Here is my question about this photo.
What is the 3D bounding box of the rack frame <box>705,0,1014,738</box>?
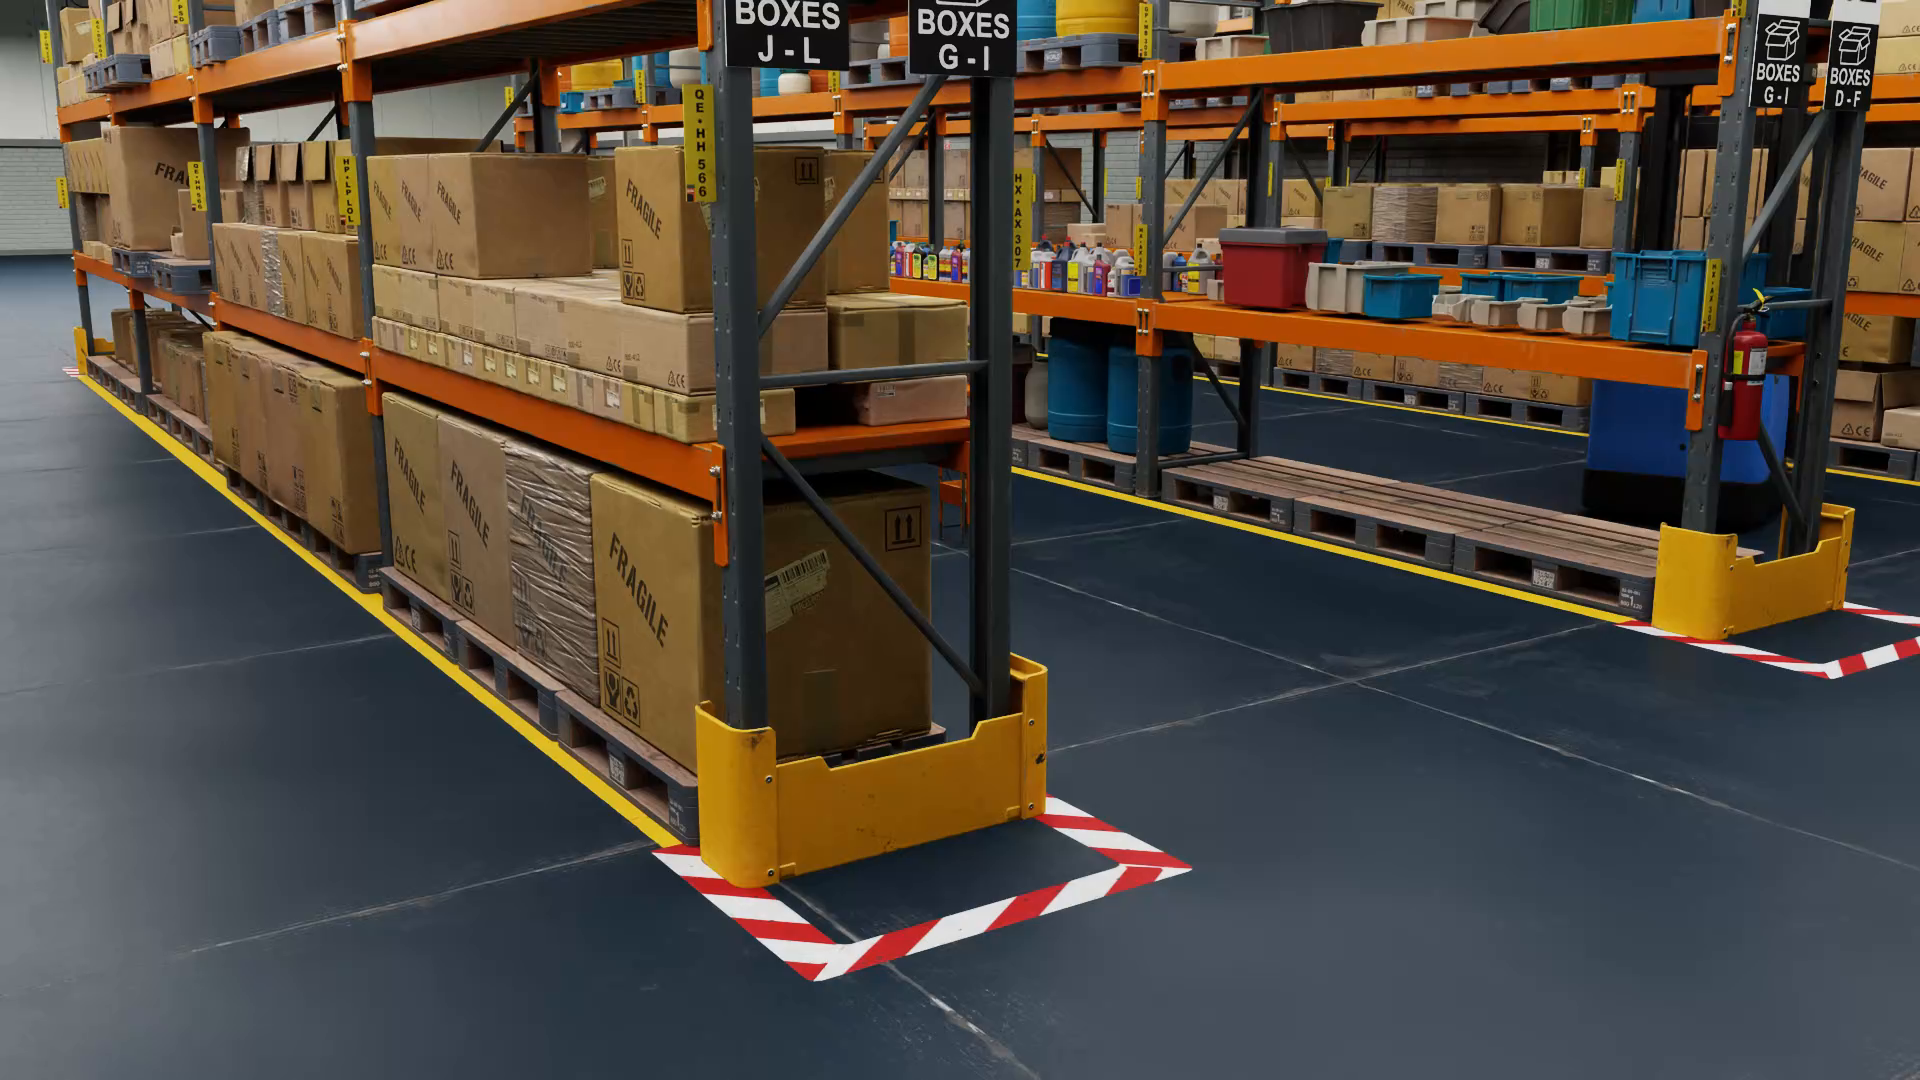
[{"bbox_3d":[-0.278,-0.508,5.163,1.000,3.000,0.127,-8,15,-33],"label":"rack frame"}]

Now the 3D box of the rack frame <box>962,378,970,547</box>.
[{"bbox_3d":[0.097,-0.482,9.607,0.200,1.050,0.008,-8,15,-33],"label":"rack frame"}]

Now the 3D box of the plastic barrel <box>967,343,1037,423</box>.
[{"bbox_3d":[0.324,-1.258,13.255,0.600,0.588,0.708,-8,15,-33],"label":"plastic barrel"}]

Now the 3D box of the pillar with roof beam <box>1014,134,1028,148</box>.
[{"bbox_3d":[-2.572,-8.578,28.026,9.100,9.000,0.400,-8,15,-33],"label":"pillar with roof beam"}]

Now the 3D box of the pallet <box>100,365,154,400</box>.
[{"bbox_3d":[-8.008,-1.612,16.740,1.003,0.211,1.213,-8,15,-33],"label":"pallet"}]

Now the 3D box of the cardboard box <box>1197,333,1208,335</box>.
[{"bbox_3d":[2.750,-2.394,17.928,0.500,0.311,0.500,-8,15,-34],"label":"cardboard box"}]

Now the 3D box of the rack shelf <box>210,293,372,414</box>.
[{"bbox_3d":[-3.602,-1.223,10.119,1.077,0.370,4.000,-8,15,-33],"label":"rack shelf"}]

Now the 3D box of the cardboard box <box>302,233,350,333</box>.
[{"bbox_3d":[-3.249,-1.408,9.044,0.500,0.500,0.500,-8,14,-31],"label":"cardboard box"}]

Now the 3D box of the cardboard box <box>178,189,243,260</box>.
[{"bbox_3d":[-5.435,-2.363,12.431,0.700,0.500,0.500,-6,14,-24],"label":"cardboard box"}]

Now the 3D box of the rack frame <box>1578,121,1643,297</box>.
[{"bbox_3d":[7.660,-3.690,19.712,1.000,3.000,0.127,-8,15,-33],"label":"rack frame"}]

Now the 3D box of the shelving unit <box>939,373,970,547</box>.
[{"bbox_3d":[0.030,-0.503,9.706,0.215,1.050,0.252,-8,15,-33],"label":"shelving unit"}]

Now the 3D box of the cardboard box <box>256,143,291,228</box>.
[{"bbox_3d":[-3.960,-2.221,10.416,0.797,0.503,0.637,-8,15,-31],"label":"cardboard box"}]

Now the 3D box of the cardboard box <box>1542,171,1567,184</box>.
[{"bbox_3d":[7.254,-4.383,20.103,0.380,0.149,0.250,-11,17,-42],"label":"cardboard box"}]

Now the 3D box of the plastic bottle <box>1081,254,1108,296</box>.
[{"bbox_3d":[0.939,-1.842,11.553,0.152,0.276,0.135,-8,15,-33],"label":"plastic bottle"}]

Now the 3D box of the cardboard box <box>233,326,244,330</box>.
[{"bbox_3d":[-5.409,-1.499,12.763,0.500,0.250,0.500,-6,14,-26],"label":"cardboard box"}]

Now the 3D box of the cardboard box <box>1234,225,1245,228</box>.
[{"bbox_3d":[3.204,-3.241,17.869,0.500,0.311,0.500,-8,15,-33],"label":"cardboard box"}]

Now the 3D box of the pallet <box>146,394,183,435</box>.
[{"bbox_3d":[-6.494,-1.141,14.587,1.003,0.211,1.213,-8,15,-33],"label":"pallet"}]

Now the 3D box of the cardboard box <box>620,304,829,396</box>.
[{"bbox_3d":[-0.767,-0.635,5.397,0.500,0.250,0.500,-8,15,-34],"label":"cardboard box"}]

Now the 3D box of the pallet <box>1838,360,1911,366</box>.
[{"bbox_3d":[9.386,-1.744,17.344,1.003,0.211,1.213,-8,15,-33],"label":"pallet"}]

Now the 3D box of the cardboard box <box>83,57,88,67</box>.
[{"bbox_3d":[-8.082,-4.486,15.752,0.380,0.149,0.250,-7,14,-30],"label":"cardboard box"}]

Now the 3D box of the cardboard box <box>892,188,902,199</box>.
[{"bbox_3d":[-0.707,-4.749,22.805,0.380,0.149,0.250,-9,15,-34],"label":"cardboard box"}]

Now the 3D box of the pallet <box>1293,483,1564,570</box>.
[{"bbox_3d":[2.749,-0.100,9.824,1.003,0.211,1.213,-8,15,-33],"label":"pallet"}]

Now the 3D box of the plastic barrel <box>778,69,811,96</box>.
[{"bbox_3d":[-1.486,-4.113,14.952,0.301,0.262,0.301,0,12,0],"label":"plastic barrel"}]

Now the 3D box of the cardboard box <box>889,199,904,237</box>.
[{"bbox_3d":[-0.646,-4.490,23.137,0.700,0.500,0.500,-8,15,-33],"label":"cardboard box"}]

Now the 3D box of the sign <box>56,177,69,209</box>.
[{"bbox_3d":[-9.594,-3.712,17.789,0.100,0.325,0.005,-8,15,-33],"label":"sign"}]

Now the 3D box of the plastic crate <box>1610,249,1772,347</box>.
[{"bbox_3d":[3.504,-1.178,8.005,0.616,0.435,0.499,-8,15,-33],"label":"plastic crate"}]

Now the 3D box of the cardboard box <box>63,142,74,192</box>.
[{"bbox_3d":[-9.065,-3.906,17.431,0.500,0.500,0.500,-8,15,-33],"label":"cardboard box"}]

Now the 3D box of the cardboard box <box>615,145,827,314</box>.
[{"bbox_3d":[-0.767,-1.002,5.321,0.500,0.500,0.500,-8,15,-32],"label":"cardboard box"}]

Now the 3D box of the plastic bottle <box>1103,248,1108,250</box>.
[{"bbox_3d":[1.048,-2.078,12.634,0.152,0.276,0.135,-8,15,-33],"label":"plastic bottle"}]

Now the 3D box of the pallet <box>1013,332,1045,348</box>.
[{"bbox_3d":[0.917,-2.598,21.248,1.003,0.211,1.213,-8,15,-33],"label":"pallet"}]

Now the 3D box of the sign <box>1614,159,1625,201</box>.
[{"bbox_3d":[5.295,-2.890,13.348,0.100,0.325,0.005,-8,15,-33],"label":"sign"}]

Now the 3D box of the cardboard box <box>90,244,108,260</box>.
[{"bbox_3d":[-8.433,-2.874,16.569,0.380,0.149,0.250,-8,15,-33],"label":"cardboard box"}]

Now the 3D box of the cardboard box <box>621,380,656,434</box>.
[{"bbox_3d":[-0.895,-0.456,5.511,0.380,0.149,0.250,-8,15,-32],"label":"cardboard box"}]

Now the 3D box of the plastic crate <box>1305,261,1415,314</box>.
[{"bbox_3d":[2.322,-1.484,9.761,0.437,0.282,0.530,-8,15,-33],"label":"plastic crate"}]

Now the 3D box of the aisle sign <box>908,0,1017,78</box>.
[{"bbox_3d":[0.012,-1.801,4.989,0.394,0.787,0.004,-8,15,-33],"label":"aisle sign"}]

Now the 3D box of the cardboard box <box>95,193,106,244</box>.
[{"bbox_3d":[-8.243,-3.278,16.899,0.875,0.500,0.500,-8,15,-33],"label":"cardboard box"}]

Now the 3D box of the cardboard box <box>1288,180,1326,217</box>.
[{"bbox_3d":[4.925,-4.751,23.116,0.500,0.500,0.500,-8,15,-33],"label":"cardboard box"}]

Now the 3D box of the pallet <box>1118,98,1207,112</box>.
[{"bbox_3d":[2.466,-4.784,18.139,1.003,0.211,1.213,-7,14,-30],"label":"pallet"}]

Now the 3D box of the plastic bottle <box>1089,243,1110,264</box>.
[{"bbox_3d":[0.967,-1.923,11.750,0.144,0.351,0.185,-8,15,-33],"label":"plastic bottle"}]

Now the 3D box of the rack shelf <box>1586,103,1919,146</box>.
[{"bbox_3d":[8.768,-4.448,17.842,1.077,0.370,4.000,-8,15,-33],"label":"rack shelf"}]

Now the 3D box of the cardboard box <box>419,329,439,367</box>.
[{"bbox_3d":[-2.168,-0.864,7.382,0.380,0.149,0.250,-9,15,-34],"label":"cardboard box"}]

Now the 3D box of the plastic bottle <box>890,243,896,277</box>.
[{"bbox_3d":[-0.575,-2.315,13.727,0.097,0.271,0.097,0,12,0],"label":"plastic bottle"}]

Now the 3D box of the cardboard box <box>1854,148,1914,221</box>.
[{"bbox_3d":[6.639,-2.536,11.864,0.500,0.500,0.500,-8,14,-31],"label":"cardboard box"}]

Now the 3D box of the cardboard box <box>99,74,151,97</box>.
[{"bbox_3d":[-7.396,-4.084,14.847,0.500,0.250,0.500,-7,14,-31],"label":"cardboard box"}]

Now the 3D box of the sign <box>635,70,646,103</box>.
[{"bbox_3d":[-3.267,-4.635,16.993,0.100,0.325,0.005,-8,15,-33],"label":"sign"}]

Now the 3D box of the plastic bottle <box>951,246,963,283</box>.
[{"bbox_3d":[-0.014,-2.134,12.871,0.061,0.283,0.133,-8,15,-33],"label":"plastic bottle"}]

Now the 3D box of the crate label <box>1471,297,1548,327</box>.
[{"bbox_3d":[2.920,-1.218,8.887,0.396,0.136,0.243,-8,15,-33],"label":"crate label"}]

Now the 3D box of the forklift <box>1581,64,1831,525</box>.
[{"bbox_3d":[5.149,-1.788,11.179,1.130,2.935,3.031,8,14,31],"label":"forklift"}]

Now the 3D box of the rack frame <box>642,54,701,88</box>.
[{"bbox_3d":[-2.803,-6.159,16.962,1.000,3.000,0.127,-8,15,-33],"label":"rack frame"}]

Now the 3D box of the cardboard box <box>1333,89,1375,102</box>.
[{"bbox_3d":[4.091,-4.452,15.945,0.910,0.500,0.500,-8,15,-33],"label":"cardboard box"}]

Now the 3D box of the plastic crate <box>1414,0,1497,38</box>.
[{"bbox_3d":[2.874,-2.932,9.505,0.437,0.282,0.530,-8,15,-33],"label":"plastic crate"}]

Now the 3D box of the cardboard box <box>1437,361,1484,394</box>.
[{"bbox_3d":[4.698,-1.617,15.055,0.500,0.500,0.500,-8,15,-32],"label":"cardboard box"}]

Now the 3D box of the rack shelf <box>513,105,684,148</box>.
[{"bbox_3d":[-3.911,-4.698,18.986,1.077,0.370,4.000,-8,15,-33],"label":"rack shelf"}]
